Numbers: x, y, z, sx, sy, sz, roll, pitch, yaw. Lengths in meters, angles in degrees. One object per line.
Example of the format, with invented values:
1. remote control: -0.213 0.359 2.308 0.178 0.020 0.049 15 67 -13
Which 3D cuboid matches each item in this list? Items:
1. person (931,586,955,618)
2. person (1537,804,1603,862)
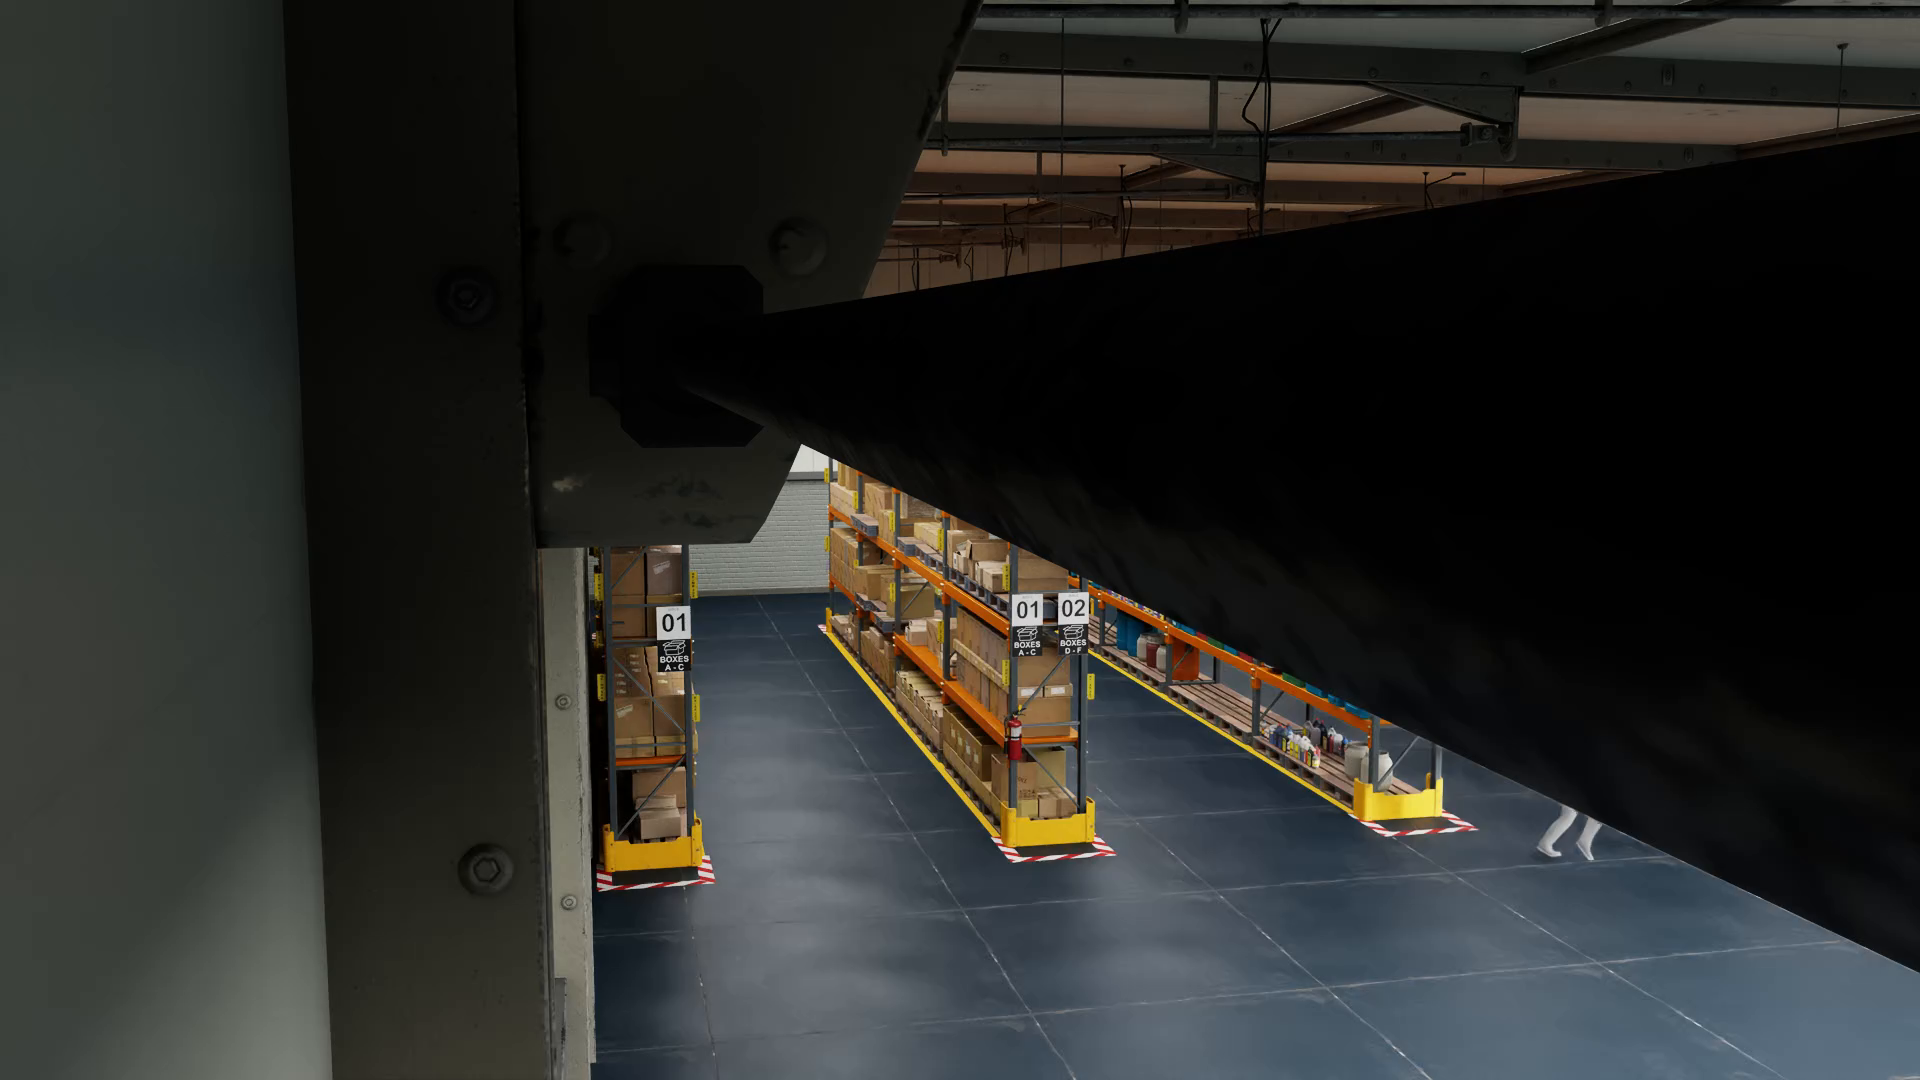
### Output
1. person: -0.390 1.190 36.196 0.704 1.720 0.923 -4 8 -29
2. person: 7.550 3.088 20.322 0.866 1.714 0.584 3 8 26
